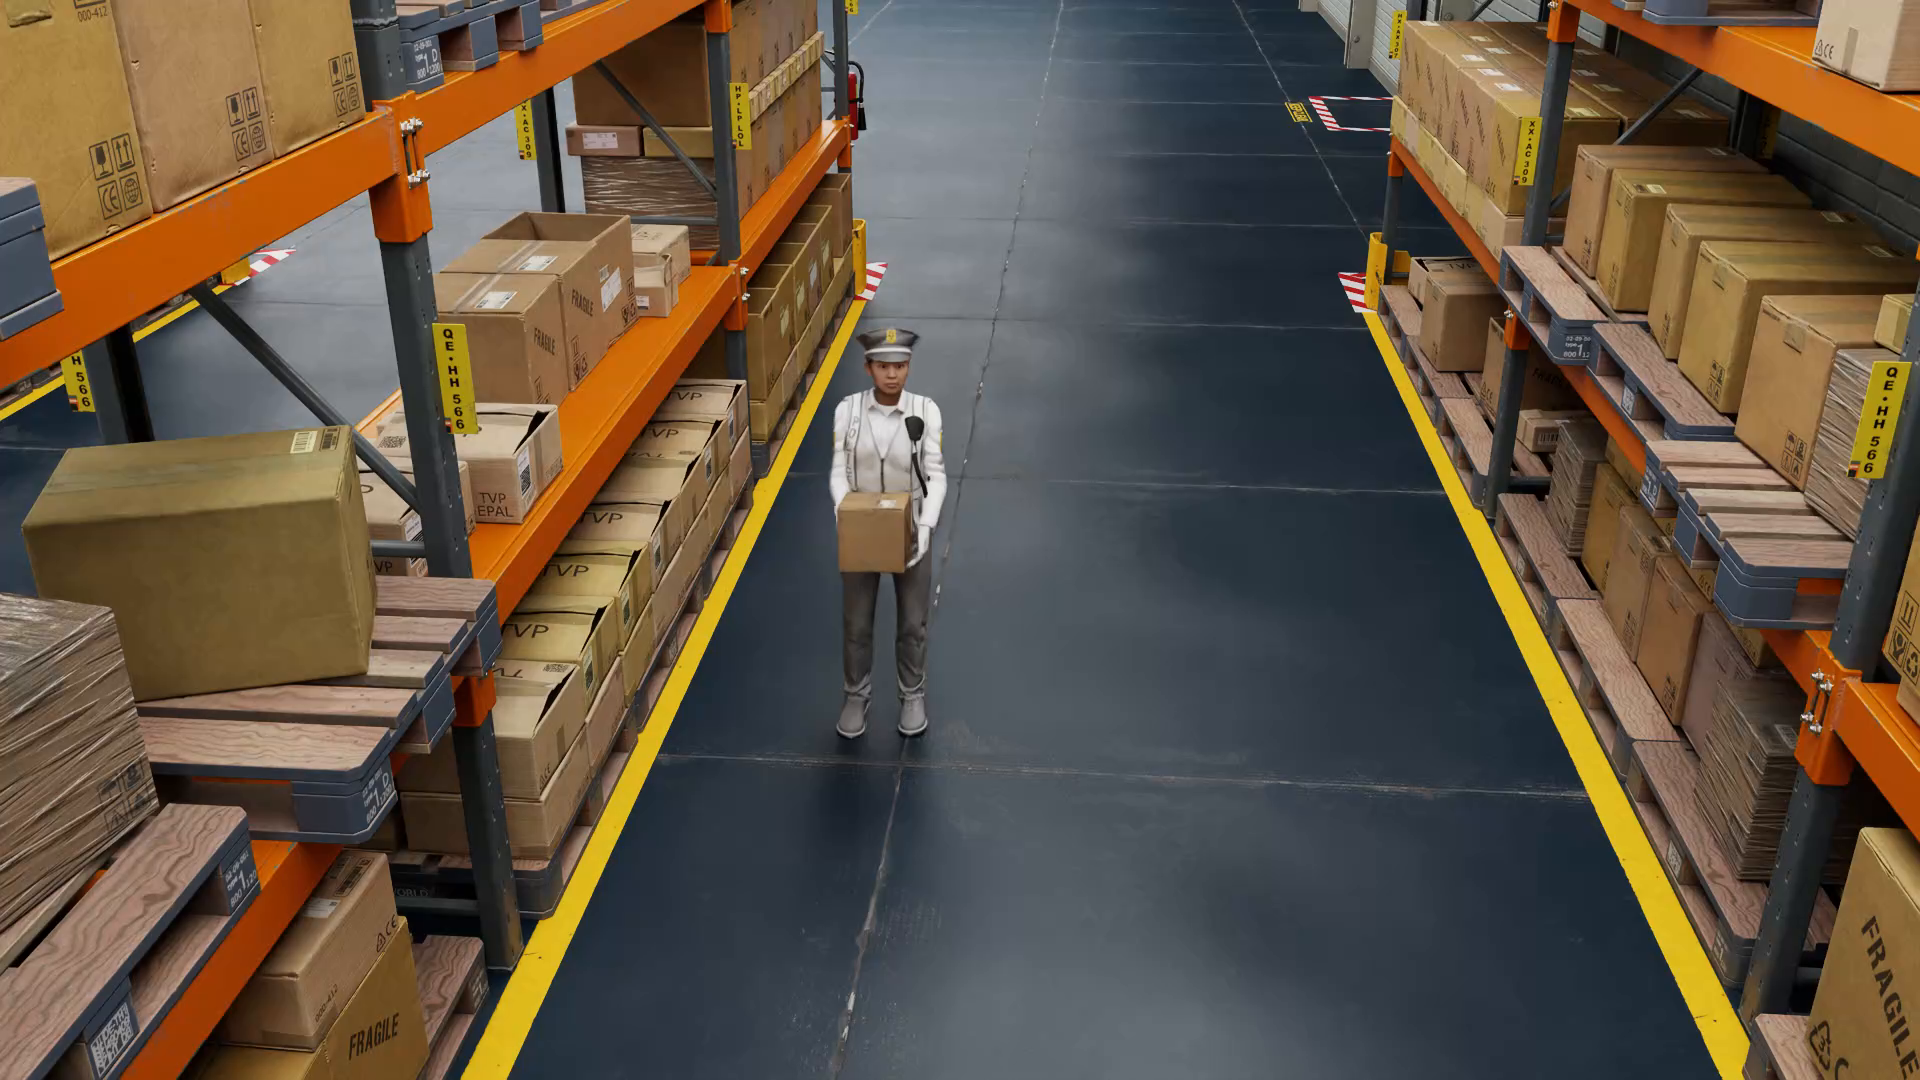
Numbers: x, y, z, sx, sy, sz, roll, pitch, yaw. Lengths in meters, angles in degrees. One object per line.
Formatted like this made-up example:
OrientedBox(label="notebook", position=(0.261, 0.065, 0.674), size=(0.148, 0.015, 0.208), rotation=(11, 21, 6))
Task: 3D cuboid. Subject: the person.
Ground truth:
OrientedBox(label="person", position=(-0.281, -0.006, 6.575), size=(0.468, 1.697, 0.552), rotation=(-1, 25, -3))
